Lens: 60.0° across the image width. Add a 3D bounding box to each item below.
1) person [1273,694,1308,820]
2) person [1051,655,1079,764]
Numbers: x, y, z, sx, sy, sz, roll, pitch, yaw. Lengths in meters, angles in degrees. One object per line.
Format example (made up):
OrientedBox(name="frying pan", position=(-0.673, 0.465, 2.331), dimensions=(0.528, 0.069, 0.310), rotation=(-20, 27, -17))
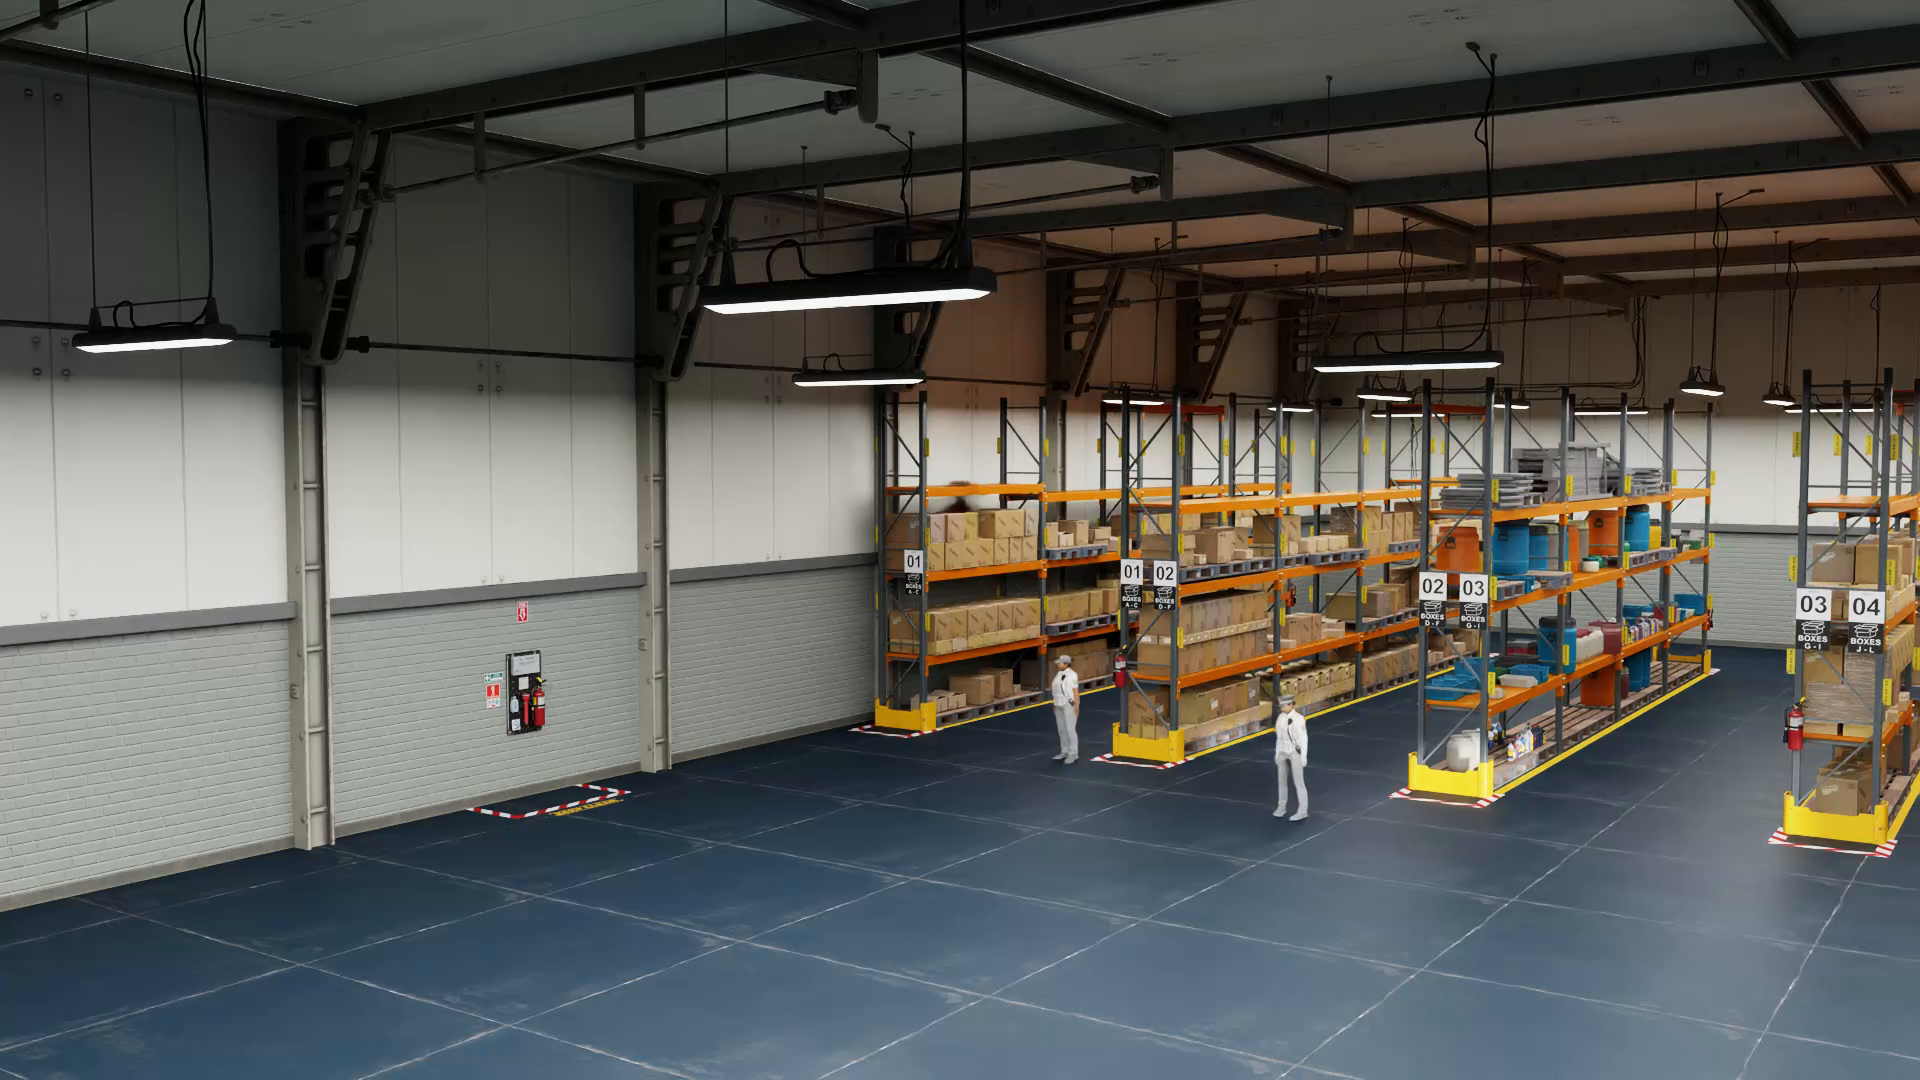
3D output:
OrientedBox(name="person", position=(4.469, 2.916, 22.514), dimensions=(0.372, 1.666, 0.562), rotation=(-2, 4, -34))
OrientedBox(name="person", position=(1.697, 2.696, 26.663), dimensions=(0.440, 1.686, 0.631), rotation=(-2, 4, -33))
